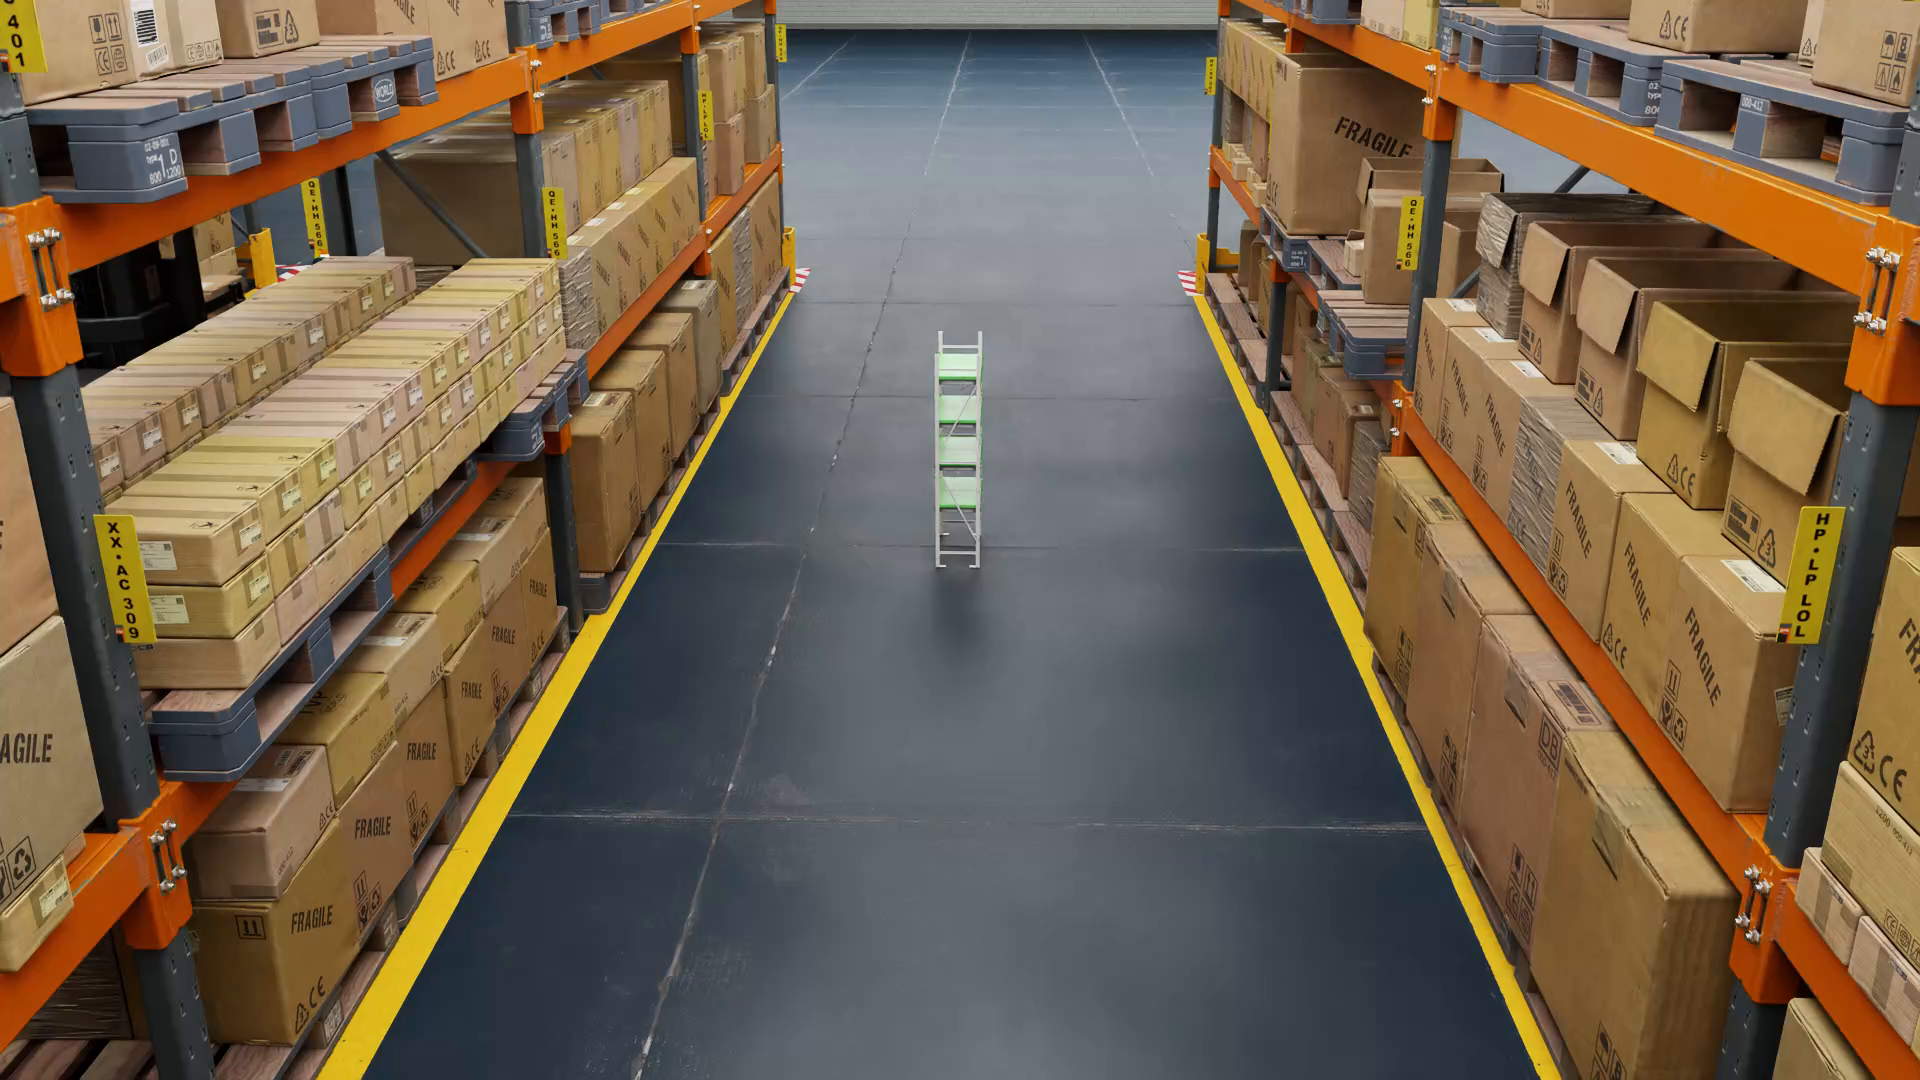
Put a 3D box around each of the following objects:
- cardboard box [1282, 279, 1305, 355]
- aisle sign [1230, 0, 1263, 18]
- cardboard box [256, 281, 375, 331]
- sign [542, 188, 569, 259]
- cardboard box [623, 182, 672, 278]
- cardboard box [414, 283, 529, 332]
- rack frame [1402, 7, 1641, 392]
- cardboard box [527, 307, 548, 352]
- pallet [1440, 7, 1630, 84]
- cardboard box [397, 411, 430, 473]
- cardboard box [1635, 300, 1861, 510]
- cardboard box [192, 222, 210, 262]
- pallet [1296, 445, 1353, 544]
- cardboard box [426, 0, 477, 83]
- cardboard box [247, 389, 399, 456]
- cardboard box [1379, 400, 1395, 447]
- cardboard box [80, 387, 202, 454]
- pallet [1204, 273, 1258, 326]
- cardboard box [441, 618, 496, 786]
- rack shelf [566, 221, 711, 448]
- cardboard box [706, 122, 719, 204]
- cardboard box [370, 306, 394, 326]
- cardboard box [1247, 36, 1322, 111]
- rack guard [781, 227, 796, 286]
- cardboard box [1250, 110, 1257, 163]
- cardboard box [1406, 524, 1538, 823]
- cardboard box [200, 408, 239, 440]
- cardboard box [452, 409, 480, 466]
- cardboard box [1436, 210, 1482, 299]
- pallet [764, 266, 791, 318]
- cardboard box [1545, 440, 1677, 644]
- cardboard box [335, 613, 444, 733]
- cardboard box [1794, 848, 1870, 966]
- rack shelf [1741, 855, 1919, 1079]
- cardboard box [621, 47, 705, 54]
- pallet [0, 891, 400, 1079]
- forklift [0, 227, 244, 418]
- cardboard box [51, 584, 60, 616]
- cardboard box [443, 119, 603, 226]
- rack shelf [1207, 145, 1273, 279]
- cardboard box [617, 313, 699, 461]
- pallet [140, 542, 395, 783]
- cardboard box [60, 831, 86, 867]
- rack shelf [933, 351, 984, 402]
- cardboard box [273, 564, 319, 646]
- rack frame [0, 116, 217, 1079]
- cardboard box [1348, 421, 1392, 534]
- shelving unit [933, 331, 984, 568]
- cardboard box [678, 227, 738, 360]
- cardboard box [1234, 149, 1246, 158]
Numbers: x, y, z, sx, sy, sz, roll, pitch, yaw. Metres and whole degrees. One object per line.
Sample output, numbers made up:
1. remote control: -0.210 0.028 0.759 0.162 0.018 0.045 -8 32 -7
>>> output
1. cardboard box: 2.735 -1.689 12.609 0.500 0.500 0.500 8 22 19
2. aisle sign: 2.497 -4.991 14.651 0.394 0.787 0.004 1 21 2
3. cardboard box: -2.628 -0.957 6.793 0.380 0.149 0.250 1 21 1
4. sign: -1.861 -1.452 7.633 0.100 0.325 0.005 1 21 2
5. cardboard box: -2.061 -1.888 10.109 0.500 0.500 0.500 1 21 2
6. cardboard box: -1.978 -0.940 6.749 0.380 0.149 0.250 1 21 3
7. rack frame: 2.551 -0.861 7.600 1.000 3.000 0.127 1 21 2
8. cardboard box: -1.970 -0.889 7.029 0.380 0.149 0.250 1 21 4
9. pallet: 2.585 -1.938 6.490 1.213 0.211 1.003 2 21 4
10. cardboard box: -2.018 -0.335 5.600 0.380 0.149 0.250 0 21 1
11. cardboard box: 2.473 -0.408 4.908 0.797 0.503 0.637 1 21 2
12. cardboard box: -6.887 -2.644 14.382 0.500 0.500 0.500 1 21 4
13. pallet: 2.616 -0.283 9.967 1.003 0.211 1.213 1 21 2
14. cardboard box: -2.169 -2.007 6.269 0.500 0.500 0.500 1 21 2
15. cardboard box: -2.023 -0.375 5.294 0.380 0.149 0.250 0 21 1
16. cardboard box: 2.548 -0.684 8.957 0.500 0.250 0.500 3 21 8
17. cardboard box: -2.672 -0.383 5.314 0.380 0.149 0.250 0 21 0
18. pallet: 2.732 -2.132 14.733 1.003 0.211 1.213 1 21 2
19. cardboard box: -2.181 0.638 6.614 0.500 0.500 0.500 0 21 -1
20. rack shelf: -2.342 -1.340 9.829 1.077 0.370 4.000 1 21 2
21. cardboard box: -2.288 -2.801 12.393 0.875 0.550 0.550 1 21 2
22. cardboard box: -2.625 -0.898 7.053 0.380 0.149 0.250 2 21 4
23. cardboard box: 2.442 -3.486 12.434 0.500 0.500 0.500 1 21 2
24. rack guard: -2.159 -2.688 15.765 1.175 0.500 0.348 1 21 2
25. cardboard box: 2.770 -3.197 13.072 0.875 0.500 0.500 1 21 2
26. cardboard box: 2.475 0.506 6.436 1.225 0.875 0.875 1 21 2
27. cardboard box: -2.674 -0.346 5.628 0.380 0.149 0.250 1 21 2
28. cardboard box: -2.003 -0.383 6.137 0.380 0.149 0.250 1 21 3
29. cardboard box: 2.528 -1.299 8.011 0.500 0.500 0.500 -2 21 -5
30. pallet: -2.106 -2.254 15.047 1.003 0.211 1.213 1 21 2
31. cardboard box: 2.202 -0.001 5.246 0.500 0.500 0.500 0 21 1
32. cardboard box: -2.205 0.473 6.001 0.500 0.250 0.500 1 21 4
33. cardboard box: 2.088 0.806 3.652 0.380 0.149 0.250 1 21 2
34. rack shelf: 2.369 1.644 2.139 1.077 0.370 4.000 1 21 2
35. cardboard box: -2.335 -3.305 12.199 0.875 0.550 0.550 1 21 2
36. pallet: -2.503 1.513 5.338 1.003 0.211 1.213 1 21 2
37. forklift: -4.685 -1.489 9.315 1.130 2.935 3.031 1 21 2
38. cardboard box: -2.704 0.176 4.695 0.380 0.149 0.250 1 21 2
39. cardboard box: -2.352 -1.995 9.004 0.700 0.500 0.500 0 21 1
40. rack shelf: 2.734 -2.695 13.322 1.077 0.370 4.000 1 21 2
41. cardboard box: -2.244 -0.971 10.414 1.050 0.750 0.750 1 21 2
42. pallet: -2.356 0.309 4.851 1.003 0.211 1.213 1 21 2
43. cardboard box: -2.300 0.717 3.880 0.380 0.149 0.250 0 21 1
44. rack shelf: -0.005 -0.887 9.007 0.258 0.148 0.480 1 21 2
45. cardboard box: -2.051 0.178 4.690 0.380 0.149 0.250 1 21 2
46. rack frame: -2.525 0.495 4.108 1.000 3.000 0.127 1 21 2
47. cardboard box: 2.556 -0.344 9.115 0.700 0.500 0.500 -1 21 -3
48. shelving unit: -0.005 -0.500 9.158 0.258 1.200 0.503 1 21 2
49. cardboard box: -2.193 -1.830 12.455 0.875 0.875 0.875 1 21 2
50. cardboard box: 2.497 -3.174 13.910 0.380 0.149 0.250 1 21 2
